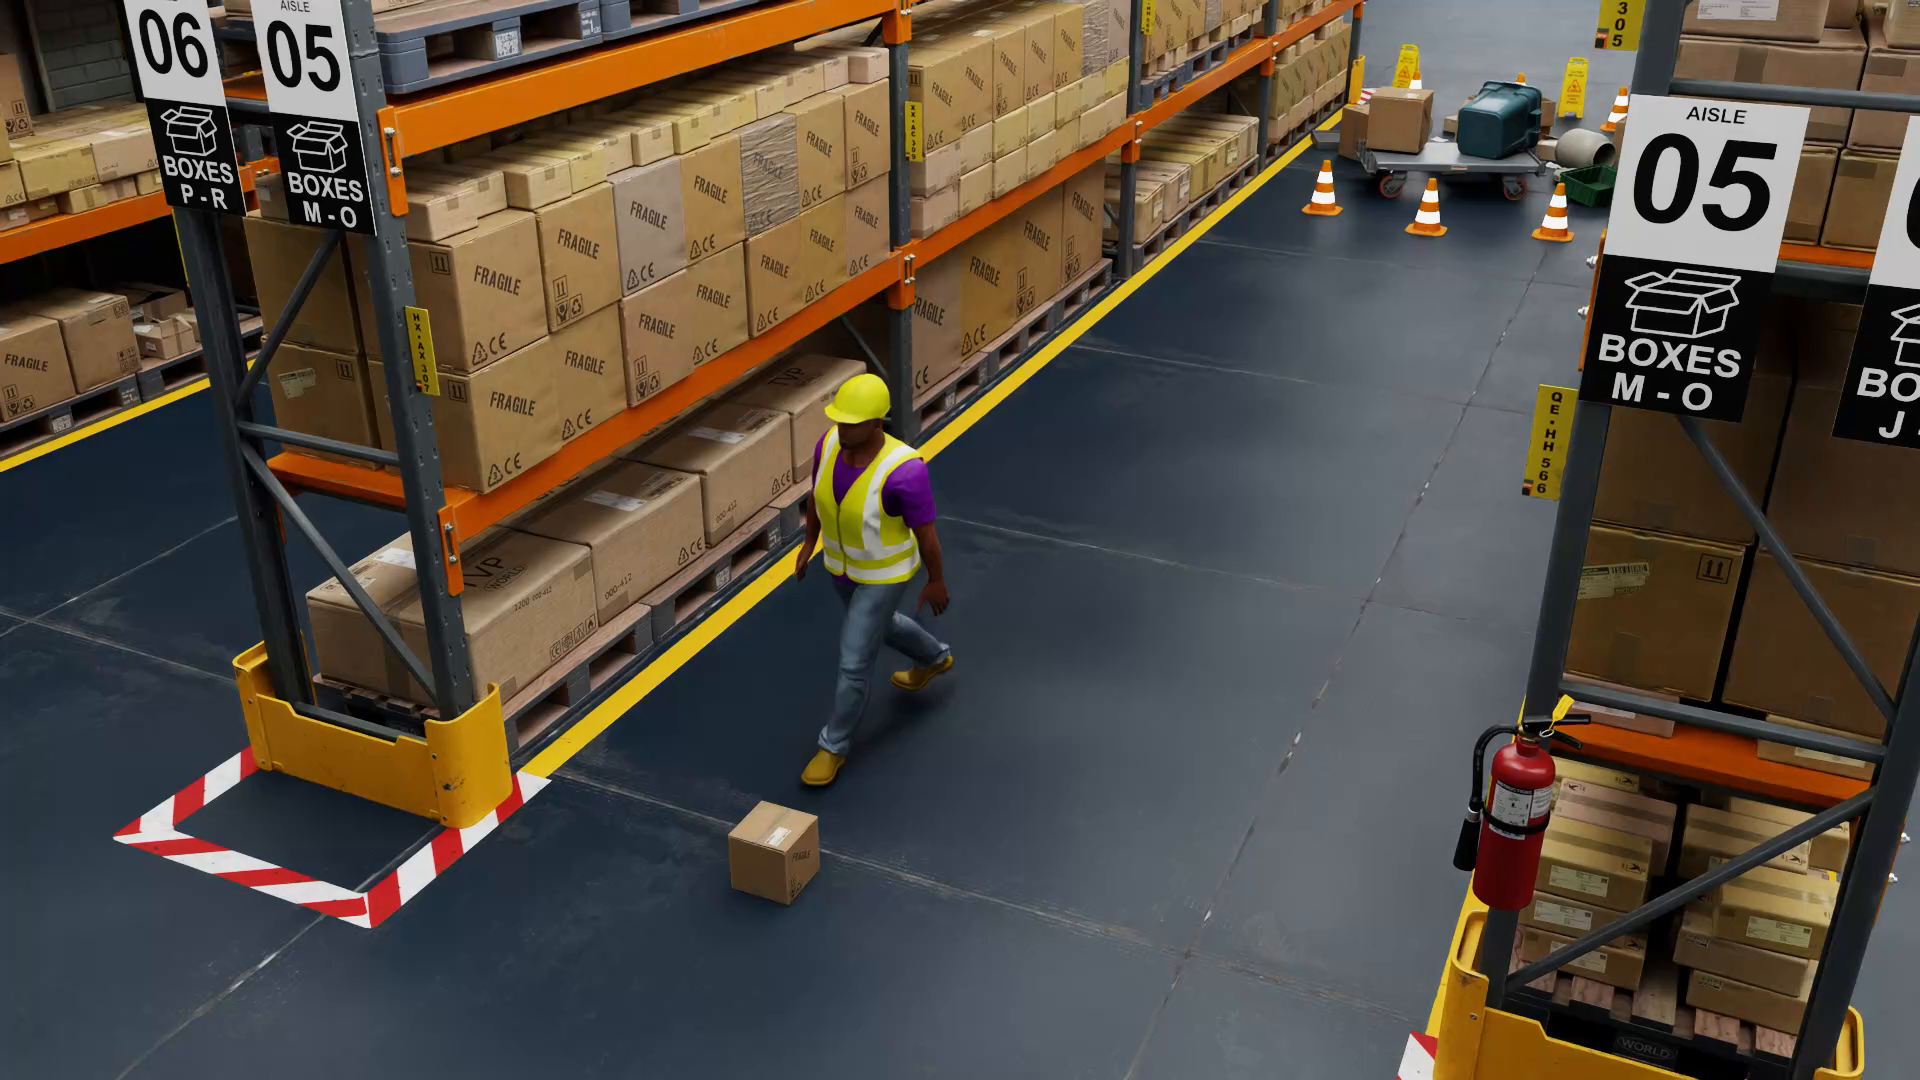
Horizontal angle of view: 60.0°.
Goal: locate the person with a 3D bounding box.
[{"bbox_3d":[-0.377,0.084,6.929,0.682,1.727,1.029,20,33,35],"label":"person"}]
